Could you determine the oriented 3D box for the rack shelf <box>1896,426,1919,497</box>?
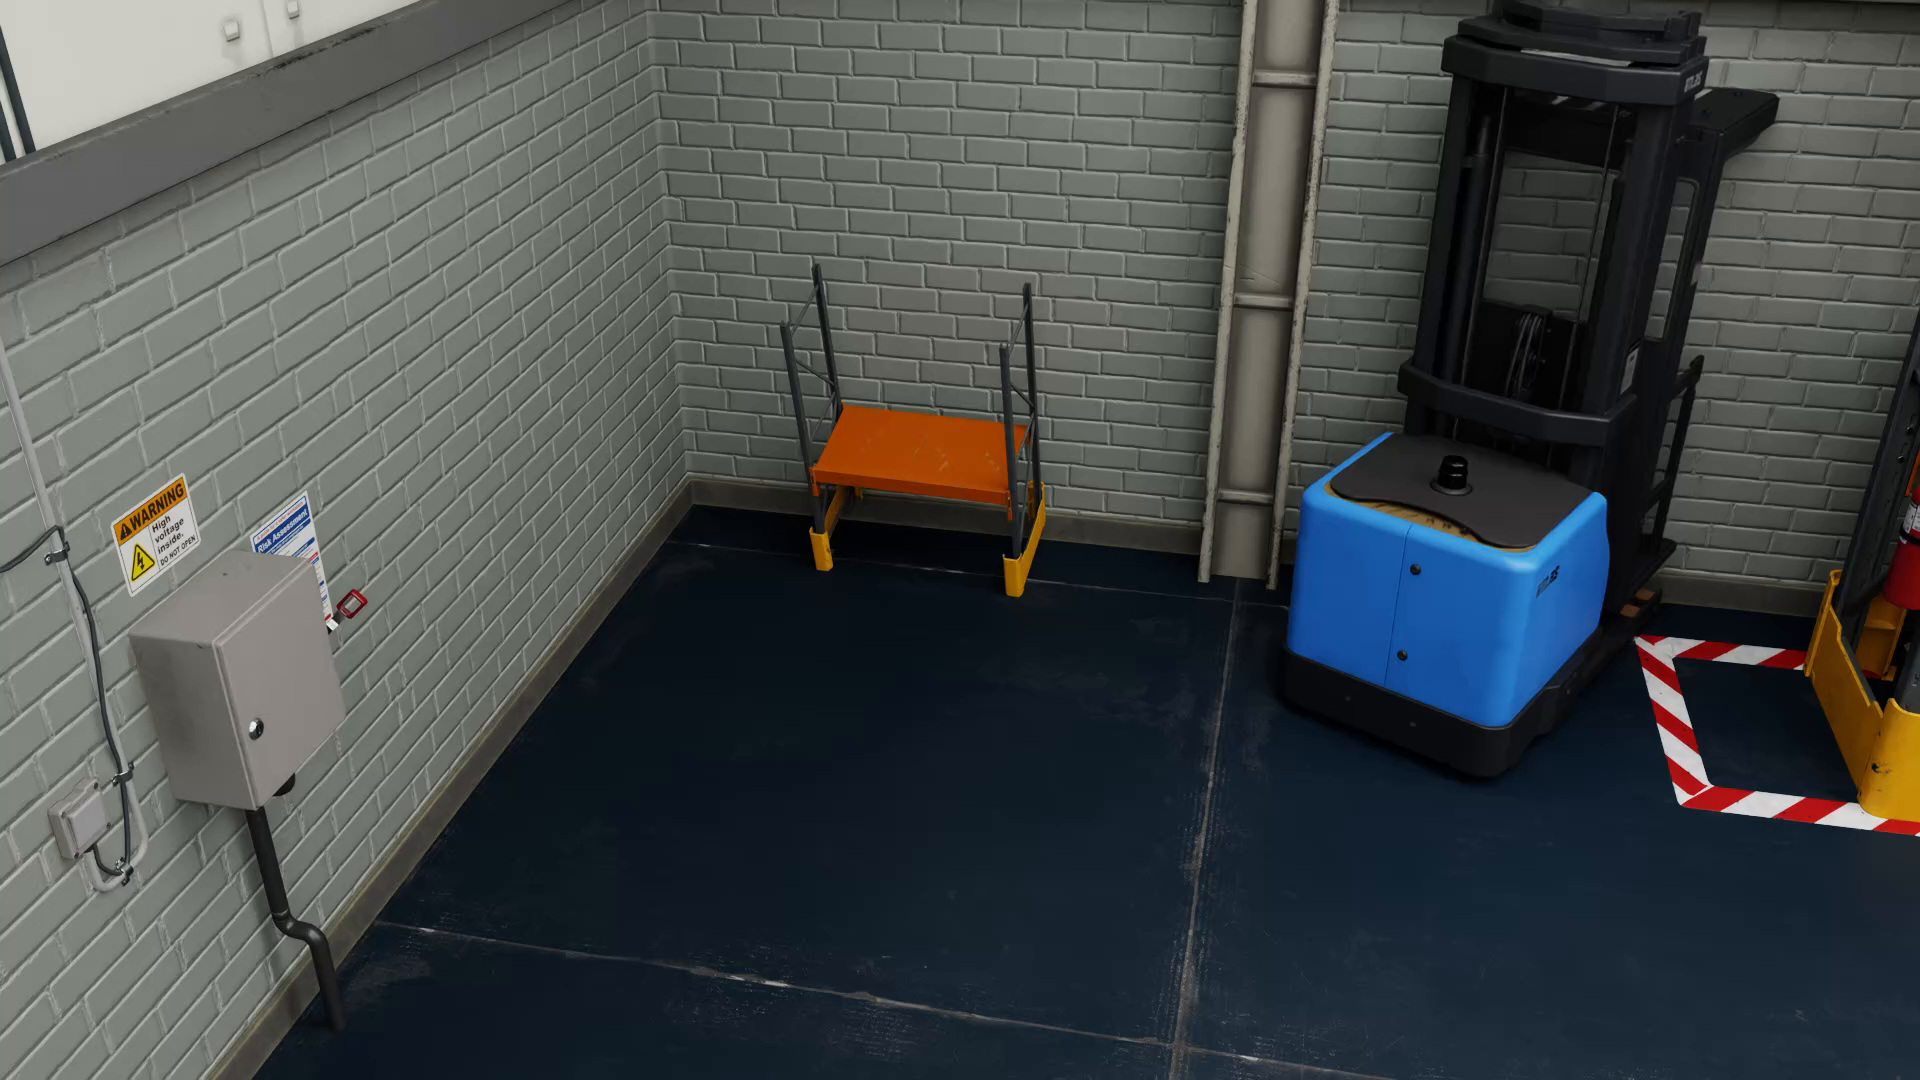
[{"bbox_3d":[5.825,0.050,6.284,4.000,0.370,1.077,6,29,11],"label":"rack shelf"}]

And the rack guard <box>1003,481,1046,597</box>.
[{"bbox_3d":[0.326,-0.010,8.351,0.087,0.250,0.587,7,45,13],"label":"rack guard"}]

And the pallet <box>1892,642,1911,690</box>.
[{"bbox_3d":[4.723,0.844,6.988,1.213,0.211,1.003,6,29,11],"label":"pallet"}]

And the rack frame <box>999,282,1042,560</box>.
[{"bbox_3d":[0.300,-0.460,7.918,0.032,1.500,0.500,7,45,13],"label":"rack frame"}]

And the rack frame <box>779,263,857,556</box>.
[{"bbox_3d":[-0.681,-0.587,8.154,0.032,1.500,0.500,7,45,13],"label":"rack frame"}]

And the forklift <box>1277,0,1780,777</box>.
[{"bbox_3d":[2.730,-0.950,7.434,1.130,2.935,3.031,21,35,34],"label":"forklift"}]

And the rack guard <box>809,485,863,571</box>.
[{"bbox_3d":[-0.635,-0.134,8.582,0.087,0.250,0.587,7,45,13],"label":"rack guard"}]

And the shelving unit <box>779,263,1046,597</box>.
[{"bbox_3d":[-0.199,-0.525,8.038,1.083,1.500,0.587,7,45,13],"label":"shelving unit"}]

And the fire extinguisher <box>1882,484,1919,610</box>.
[{"bbox_3d":[3.628,-0.066,6.216,0.183,0.674,0.296,6,29,11],"label":"fire extinguisher"}]

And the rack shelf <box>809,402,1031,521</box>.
[{"bbox_3d":[-0.177,-0.393,8.159,1.000,0.185,0.538,7,45,13],"label":"rack shelf"}]

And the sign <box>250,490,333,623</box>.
[{"bbox_3d":[-2.201,0.128,5.492,0.001,0.494,0.329,6,29,11],"label":"sign"}]

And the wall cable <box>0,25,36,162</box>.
[{"bbox_3d":[-2.008,-2.878,4.597,0.133,3.039,2.988,6,29,11],"label":"wall cable"}]

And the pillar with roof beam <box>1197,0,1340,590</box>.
[{"bbox_3d":[0.521,-1.770,2.611,0.400,9.000,9.100,6,29,11],"label":"pillar with roof beam"}]

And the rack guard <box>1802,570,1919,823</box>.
[{"bbox_3d":[3.943,0.638,7.064,0.348,0.500,1.175,6,29,11],"label":"rack guard"}]

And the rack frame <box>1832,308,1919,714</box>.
[{"bbox_3d":[3.869,-0.466,6.478,0.127,3.000,1.000,6,29,11],"label":"rack frame"}]

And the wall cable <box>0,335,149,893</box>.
[{"bbox_3d":[-2.399,0.198,4.207,0.122,1.984,0.588,6,29,11],"label":"wall cable"}]

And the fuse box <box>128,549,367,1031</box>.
[{"bbox_3d":[-2.102,0.904,5.317,0.414,1.711,0.539,6,29,11],"label":"fuse box"}]

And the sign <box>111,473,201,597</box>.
[{"bbox_3d":[-2.316,-0.018,4.799,0.001,0.242,0.339,6,29,11],"label":"sign"}]
